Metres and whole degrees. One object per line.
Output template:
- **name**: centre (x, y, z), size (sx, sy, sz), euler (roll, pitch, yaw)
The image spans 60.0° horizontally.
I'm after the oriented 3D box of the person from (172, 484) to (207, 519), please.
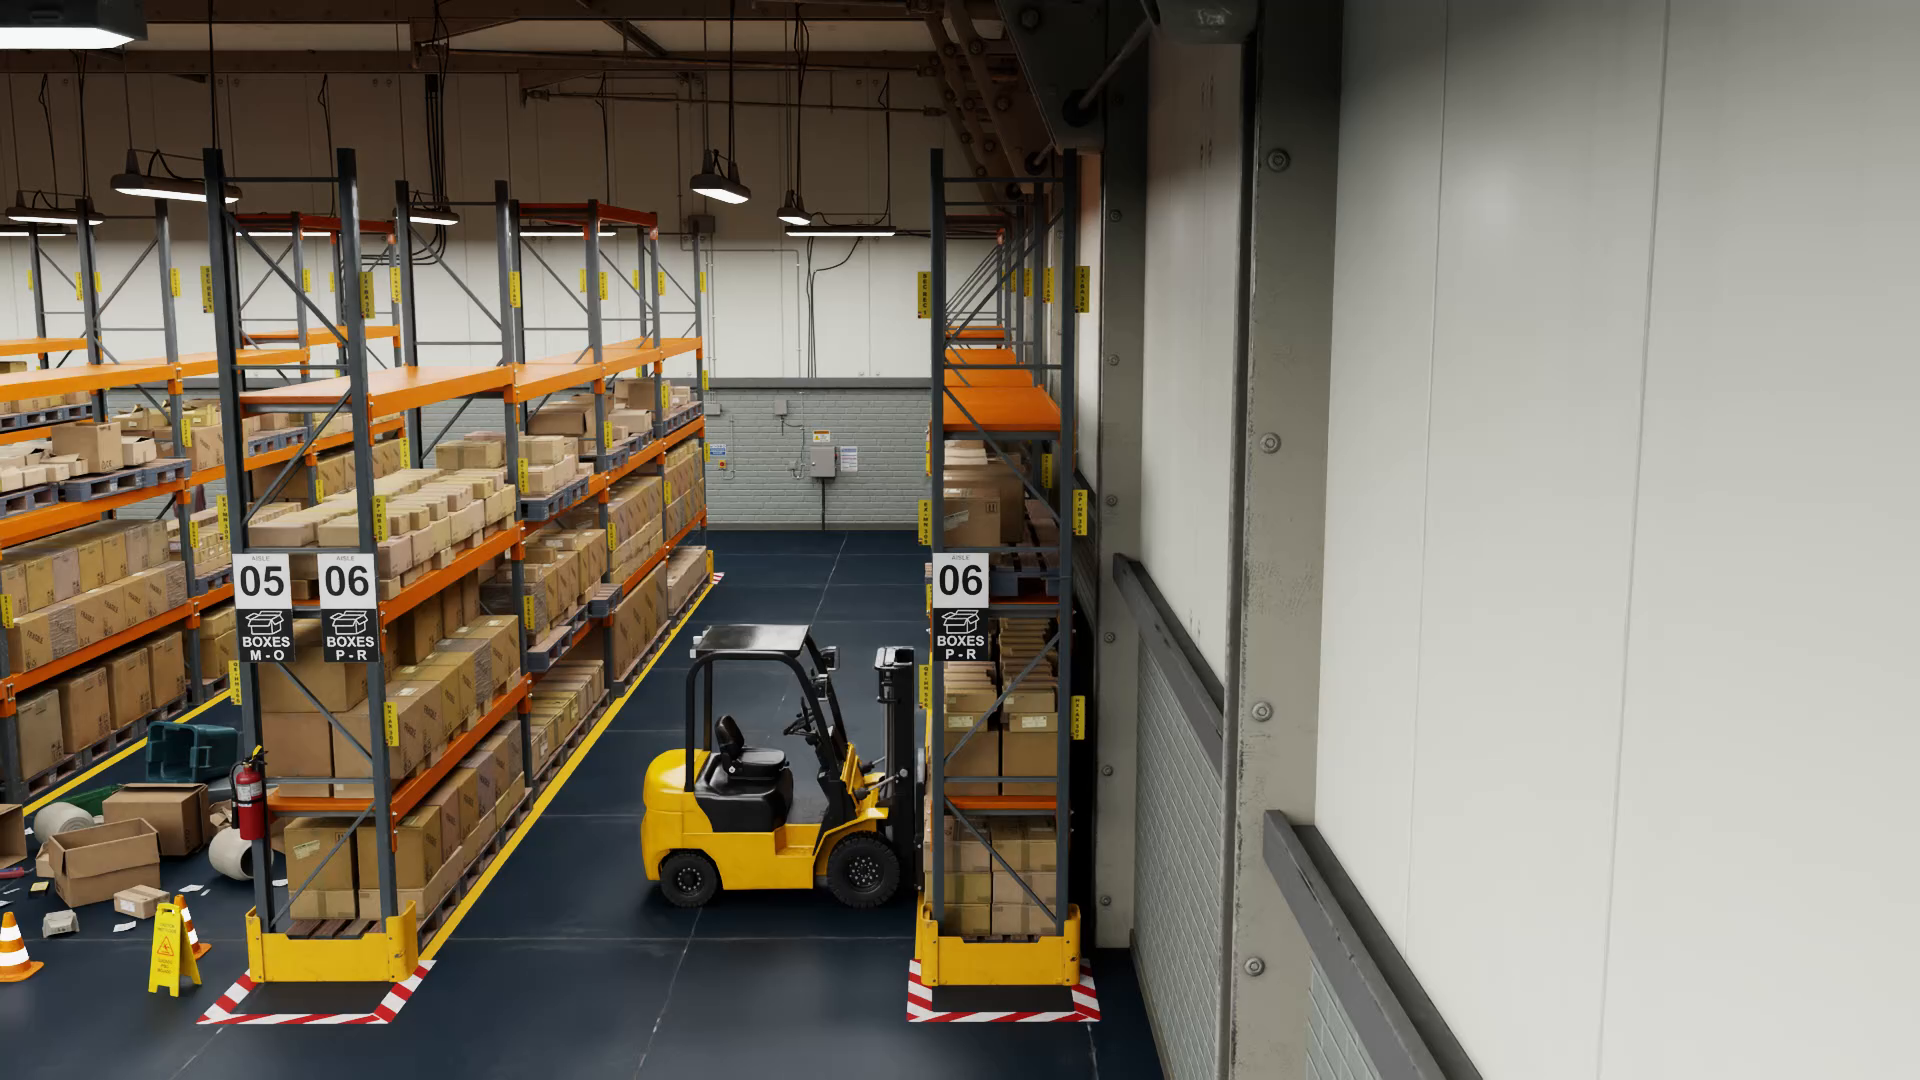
- **person**: centre (-13.696, -0.419, 29.578), size (0.554, 1.740, 1.056), euler (-4, 10, -21)
